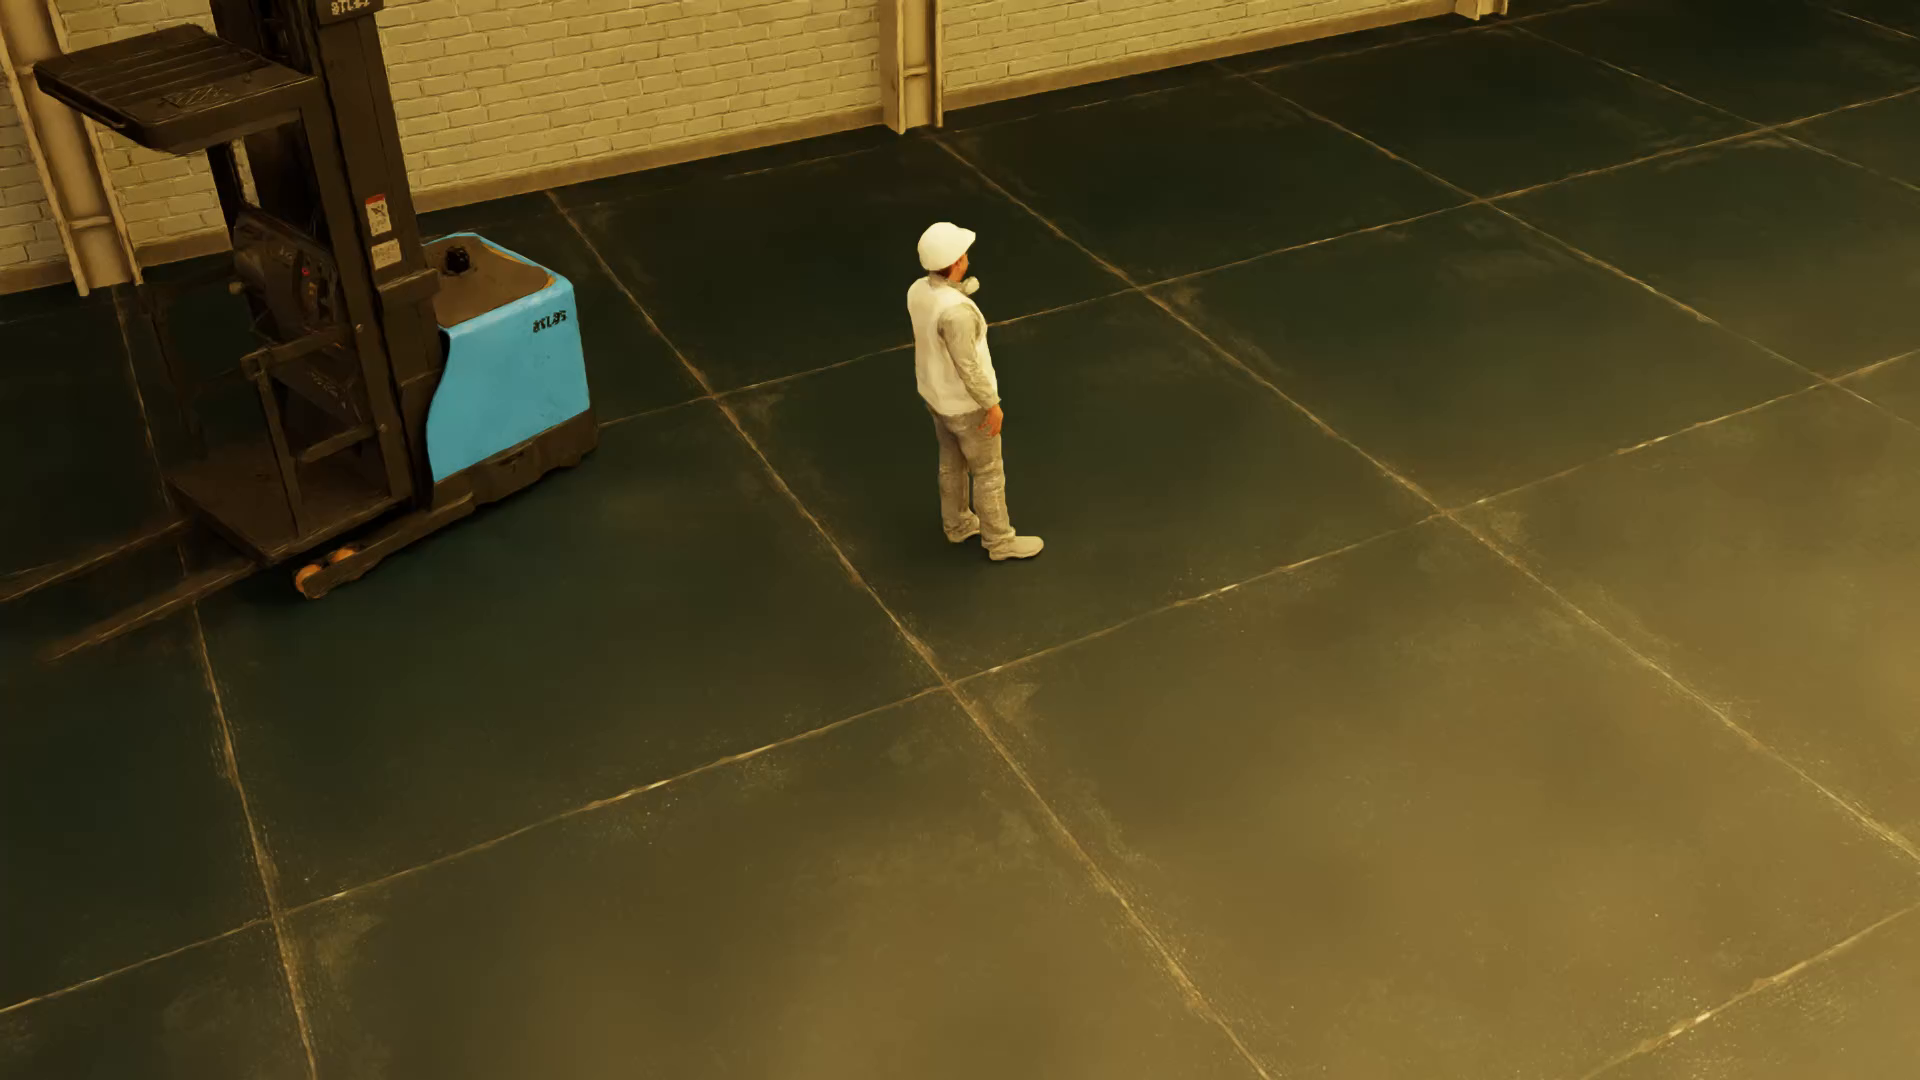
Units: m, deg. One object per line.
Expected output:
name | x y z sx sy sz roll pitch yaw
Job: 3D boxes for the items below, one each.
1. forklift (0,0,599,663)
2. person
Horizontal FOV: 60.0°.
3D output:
forklift | -3.381 -1.239 7.876 1.130 2.935 3.031 27 44 33
person | 0.059 -0.743 8.164 0.567 1.773 0.632 -17 39 -23
